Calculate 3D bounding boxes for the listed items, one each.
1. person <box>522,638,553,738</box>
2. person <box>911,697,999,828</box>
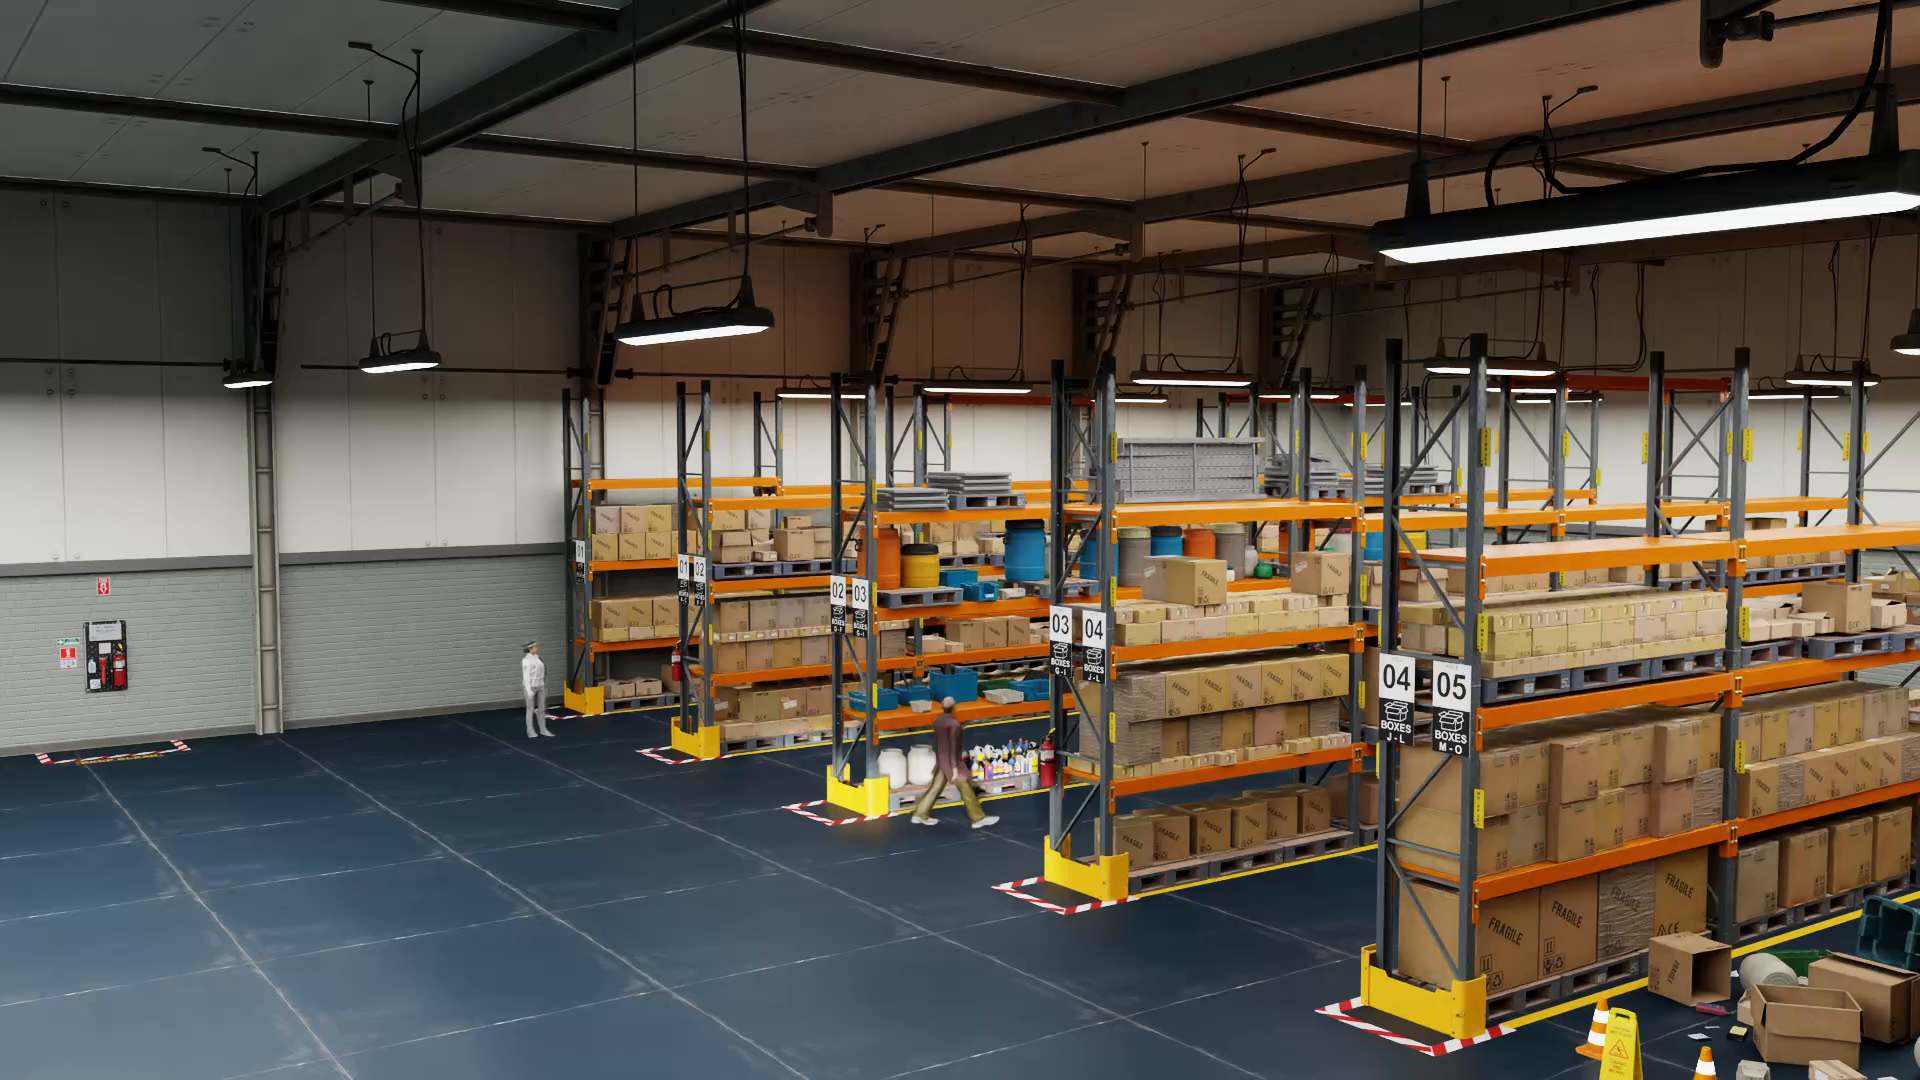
[{"bbox_3d":[-7.225,2.514,28.292,0.393,1.698,0.542,2,4,31],"label":"person"},{"bbox_3d":[-0.067,2.892,21.701,1.143,1.721,0.676,-1,4,-9],"label":"person"}]
